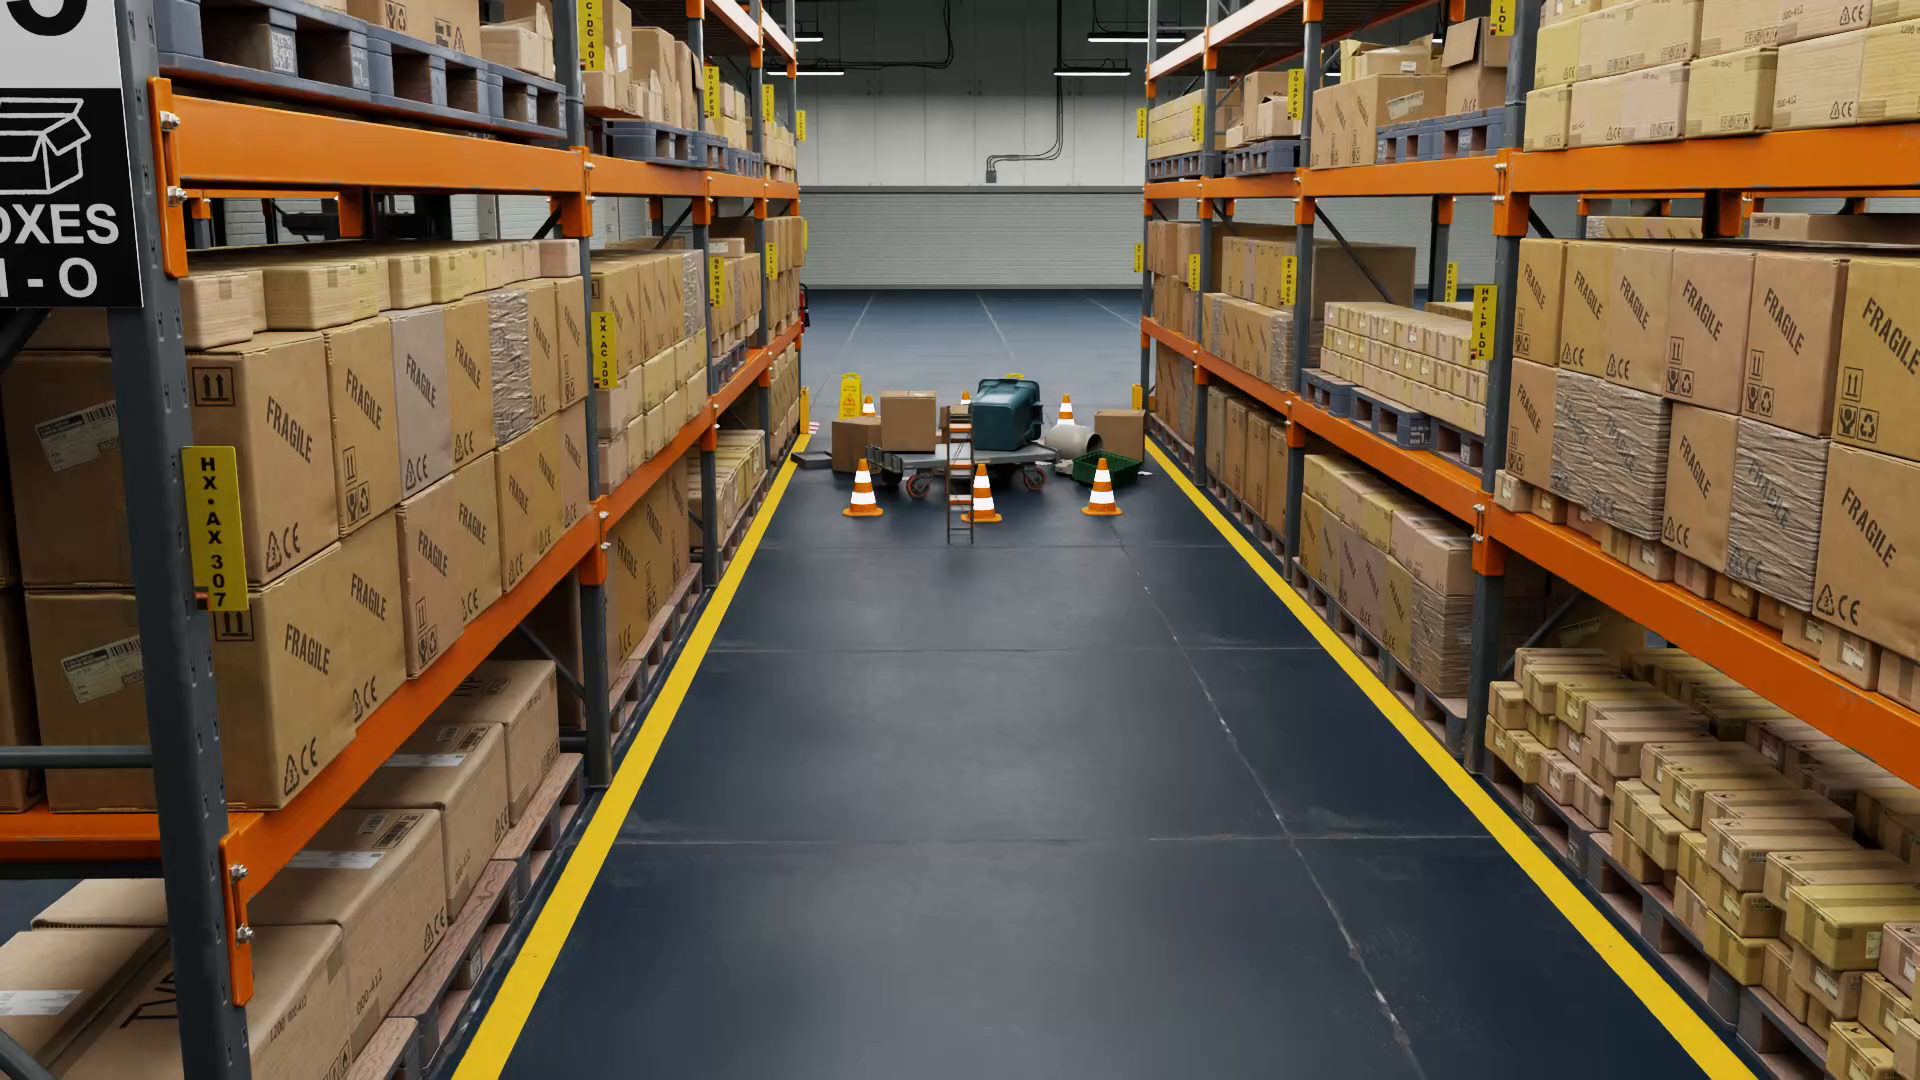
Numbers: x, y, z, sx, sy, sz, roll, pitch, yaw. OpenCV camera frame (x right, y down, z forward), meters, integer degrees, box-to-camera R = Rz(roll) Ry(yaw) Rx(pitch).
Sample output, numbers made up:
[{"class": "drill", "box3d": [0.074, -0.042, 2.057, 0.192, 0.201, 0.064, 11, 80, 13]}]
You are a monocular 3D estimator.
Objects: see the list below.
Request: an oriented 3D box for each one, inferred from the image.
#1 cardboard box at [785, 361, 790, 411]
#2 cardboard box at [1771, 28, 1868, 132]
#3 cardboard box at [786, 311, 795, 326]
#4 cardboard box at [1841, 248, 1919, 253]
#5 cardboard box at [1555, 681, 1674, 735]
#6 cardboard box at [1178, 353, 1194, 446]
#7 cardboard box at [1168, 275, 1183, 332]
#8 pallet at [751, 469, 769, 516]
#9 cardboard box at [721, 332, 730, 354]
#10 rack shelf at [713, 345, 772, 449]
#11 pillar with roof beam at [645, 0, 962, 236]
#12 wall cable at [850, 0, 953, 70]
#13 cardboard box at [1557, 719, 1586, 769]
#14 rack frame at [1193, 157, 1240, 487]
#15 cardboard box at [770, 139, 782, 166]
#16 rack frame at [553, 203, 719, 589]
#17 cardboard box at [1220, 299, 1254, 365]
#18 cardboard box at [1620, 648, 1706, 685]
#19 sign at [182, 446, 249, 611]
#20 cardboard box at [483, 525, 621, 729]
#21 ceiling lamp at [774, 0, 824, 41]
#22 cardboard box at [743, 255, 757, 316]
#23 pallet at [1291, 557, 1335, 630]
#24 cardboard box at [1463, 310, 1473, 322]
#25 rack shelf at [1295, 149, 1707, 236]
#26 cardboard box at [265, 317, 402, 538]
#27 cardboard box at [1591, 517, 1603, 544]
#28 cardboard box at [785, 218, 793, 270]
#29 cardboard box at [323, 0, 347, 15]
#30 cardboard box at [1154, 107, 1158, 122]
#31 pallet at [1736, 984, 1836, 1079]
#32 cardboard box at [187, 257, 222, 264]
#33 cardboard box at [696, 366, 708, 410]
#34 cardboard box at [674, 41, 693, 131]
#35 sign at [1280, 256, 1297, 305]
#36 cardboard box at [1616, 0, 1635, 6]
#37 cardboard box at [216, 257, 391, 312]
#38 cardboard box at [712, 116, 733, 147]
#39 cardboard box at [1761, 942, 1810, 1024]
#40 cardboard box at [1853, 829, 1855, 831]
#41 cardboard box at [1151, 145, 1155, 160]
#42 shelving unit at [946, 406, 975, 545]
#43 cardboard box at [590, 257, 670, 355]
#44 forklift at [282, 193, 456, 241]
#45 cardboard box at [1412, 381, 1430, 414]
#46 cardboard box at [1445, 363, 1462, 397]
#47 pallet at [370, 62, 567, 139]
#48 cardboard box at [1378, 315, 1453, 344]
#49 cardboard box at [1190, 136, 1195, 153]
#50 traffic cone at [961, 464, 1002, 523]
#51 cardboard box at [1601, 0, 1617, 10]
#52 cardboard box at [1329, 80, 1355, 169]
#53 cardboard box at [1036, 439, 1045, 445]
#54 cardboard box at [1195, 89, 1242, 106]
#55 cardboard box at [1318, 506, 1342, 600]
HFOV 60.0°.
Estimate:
[{"class": "cardboard box", "box3d": [-2.041, -1.600, 17.377, 0.500, 0.500, 0.500, -1, 11, -2]}, {"class": "cardboard box", "box3d": [2.653, -1.283, 4.670, 0.500, 0.250, 0.500, 0, 11, 1]}, {"class": "cardboard box", "box3d": [-1.979, -2.388, 17.919, 0.380, 0.149, 0.250, 0, 11, 0]}, {"class": "cardboard box", "box3d": [3.178, -0.677, 5.337, 0.500, 0.500, 0.500, -1, 11, -3]}, {"class": "cardboard box", "box3d": [2.660, 0.682, 6.770, 0.380, 0.149, 0.250, 0, 11, -2]}, {"class": "cardboard box", "box3d": [2.728, -1.451, 16.956, 0.875, 0.875, 0.875, 0, 11, -1]}, {"class": "cardboard box", "box3d": [2.635, -2.451, 17.219, 0.875, 0.550, 0.500, 0, 11, -1]}, {"class": "pallet", "box3d": [-2.236, -0.420, 14.600, 1.003, 0.211, 1.213, 0, 11, -1]}, {"class": "cardboard box", "box3d": [-1.908, -1.460, 12.289, 0.380, 0.149, 0.250, 0, 11, -1]}, {"class": "rack shelf", "box3d": [-2.212, -1.192, 13.198, 1.077, 0.370, 4.000, 0, 11, -1]}, {"class": "pillar with roof beam", "box3d": [-4.501, -11.495, 47.086, 9.100, 9.000, 0.548, 0, 11, -1]}, {"class": "wall cable", "box3d": [-1.745, -15.275, 49.384, 3.097, 2.526, 0.112, 0, 11, -1]}, {"class": "cardboard box", "box3d": [2.683, 0.825, 6.813, 0.380, 0.149, 0.250, 0, 11, -1]}, {"class": "rack frame", "box3d": [2.694, -1.982, 15.285, 1.000, 3.000, 0.127, 0, 11, -1]}, {"class": "cardboard box", "box3d": [-2.006, -3.775, 16.206, 0.500, 0.250, 0.500, 0, 11, -1]}, {"class": "rack frame", "box3d": [-2.171, -1.147, 11.167, 1.000, 3.000, 0.127, 0, 11, -1]}, {"class": "cardboard box", "box3d": [2.454, -1.726, 13.770, 0.500, 0.500, 0.500, 0, 11, -1]}, {"class": "cardboard box", "box3d": [3.127, 0.578, 7.286, 0.380, 0.149, 0.250, 0, 11, 0]}, {"class": "sign", "box3d": [-1.450, -0.021, 3.240, 0.100, 0.325, 0.005, 0, 11, -1]}, {"class": "cardboard box", "box3d": [-2.181, 0.361, 8.023, 0.875, 0.875, 0.875, 0, 11, 1]}, {"class": "ceiling lamp", "box3d": [-3.789, -11.778, 33.802, 2.000, 3.185, 0.800, 0, 11, -1]}, {"class": "cardboard box", "box3d": [-2.003, -2.153, 14.071, 0.500, 0.500, 0.500, 0, 11, -1]}, {"class": "pallet", "box3d": [2.791, 0.335, 10.878, 1.003, 0.211, 1.213, 0, 11, -1]}, {"class": "cardboard box", "box3d": [3.262, -1.311, 10.055, 0.380, 0.149, 0.250, 0, 11, 1]}, {"class": "rack shelf", "box3d": [2.818, -1.907, 9.180, 1.077, 0.370, 4.000, 0, 11, -1]}, {"class": "cardboard box", "box3d": [-1.748, -0.295, 4.201, 0.500, 0.500, 0.500, -1, 11, -3]}, {"class": "cardboard box", "box3d": [2.675, -0.053, 6.409, 0.380, 0.149, 0.250, -1, 11, -4]}, {"class": "cardboard box", "box3d": [-2.018, -2.916, 16.376, 0.700, 0.500, 0.500, 0, 11, -2]}, {"class": "cardboard box", "box3d": [-1.986, -1.535, 4.455, 0.500, 0.311, 0.500, 0, 11, 0]}, {"class": "cardboard box", "box3d": [2.309, -4.602, 17.971, 0.380, 0.149, 0.250, 0, 11, -2]}, {"class": "pallet", "box3d": [2.959, 1.593, 4.676, 1.003, 0.211, 1.213, 0, 11, -1]}, {"class": "cardboard box", "box3d": [-2.230, -0.688, 4.507, 0.380, 0.149, 0.250, 0, 11, -2]}, {"class": "cardboard box", "box3d": [-1.901, -0.974, 10.691, 0.500, 0.250, 0.500, -1, 11, -3]}, {"class": "cardboard box", "box3d": [-1.960, -2.675, 9.851, 0.700, 0.500, 0.500, -1, 11, -4]}, {"class": "sign", "box3d": [2.221, -1.752, 11.236, 0.100, 0.325, 0.005, 0, 11, -1]}, {"class": "cardboard box", "box3d": [2.617, -2.014, 6.016, 0.380, 0.149, 0.250, -1, 11, -3]}, {"class": "cardboard box", "box3d": [-1.785, -0.693, 4.534, 0.380, 0.149, 0.250, 0, 11, -1]}, {"class": "cardboard box", "box3d": [-2.081, -3.227, 13.196, 0.500, 0.250, 0.500, 0, 11, 0]}, {"class": "cardboard box", "box3d": [2.678, 1.338, 5.033, 0.380, 0.149, 0.250, 0, 11, -1]}, {"class": "cardboard box", "box3d": [3.105, 1.029, 5.807, 0.380, 0.149, 0.250, 0, 11, 2]}, {"class": "cardboard box", "box3d": [2.304, -4.259, 18.288, 0.380, 0.149, 0.250, 0, 11, -1]}, {"class": "shelving unit", "box3d": [0.001, -0.504, 12.902, 0.215, 1.050, 0.252, 0, 11, -1]}, {"class": "cardboard box", "box3d": [-1.873, -1.283, 9.071, 0.500, 0.500, 0.500, 0, 11, -2]}, {"class": "forklift", "box3d": [-5.332, -1.905, 15.078, 3.031, 2.935, 1.130, 8, 14, 36]}, {"class": "cardboard box", "box3d": [2.627, -0.759, 8.832, 0.380, 0.149, 0.250, -1, 11, -4]}, {"class": "cardboard box", "box3d": [2.644, -0.800, 8.287, 0.380, 0.149, 0.250, 0, 11, 1]}, {"class": "pallet", "box3d": [-2.081, -1.615, 6.156, 1.003, 0.211, 1.213, 0, 11, -1]}, {"class": "cardboard box", "box3d": [2.621, -1.207, 9.546, 0.380, 0.149, 0.250, 0, 11, 1]}, {"class": "cardboard box", "box3d": [2.361, -3.705, 15.558, 0.380, 0.149, 0.250, 0, 11, 0]}, {"class": "traffic cone", "box3d": [0.178, -0.404, 13.888, 0.336, 0.463, 0.334, 0, 11, -1]}, {"class": "cardboard box", "box3d": [2.657, -2.066, 6.272, 0.380, 0.149, 0.250, 0, 11, -2]}, {"class": "cardboard box", "box3d": [2.540, -2.492, 10.003, 0.500, 0.500, 0.500, 0, 11, -1]}, {"class": "cardboard box", "box3d": [0.817, -0.976, 17.204, 0.396, 0.266, 0.258, 2, 12, 9]}, {"class": "cardboard box", "box3d": [2.367, -4.046, 15.233, 0.380, 0.149, 0.250, 0, 11, -2]}, {"class": "cardboard box", "box3d": [2.550, 0.074, 10.382, 0.500, 0.500, 0.500, 0, 11, 0]}]
